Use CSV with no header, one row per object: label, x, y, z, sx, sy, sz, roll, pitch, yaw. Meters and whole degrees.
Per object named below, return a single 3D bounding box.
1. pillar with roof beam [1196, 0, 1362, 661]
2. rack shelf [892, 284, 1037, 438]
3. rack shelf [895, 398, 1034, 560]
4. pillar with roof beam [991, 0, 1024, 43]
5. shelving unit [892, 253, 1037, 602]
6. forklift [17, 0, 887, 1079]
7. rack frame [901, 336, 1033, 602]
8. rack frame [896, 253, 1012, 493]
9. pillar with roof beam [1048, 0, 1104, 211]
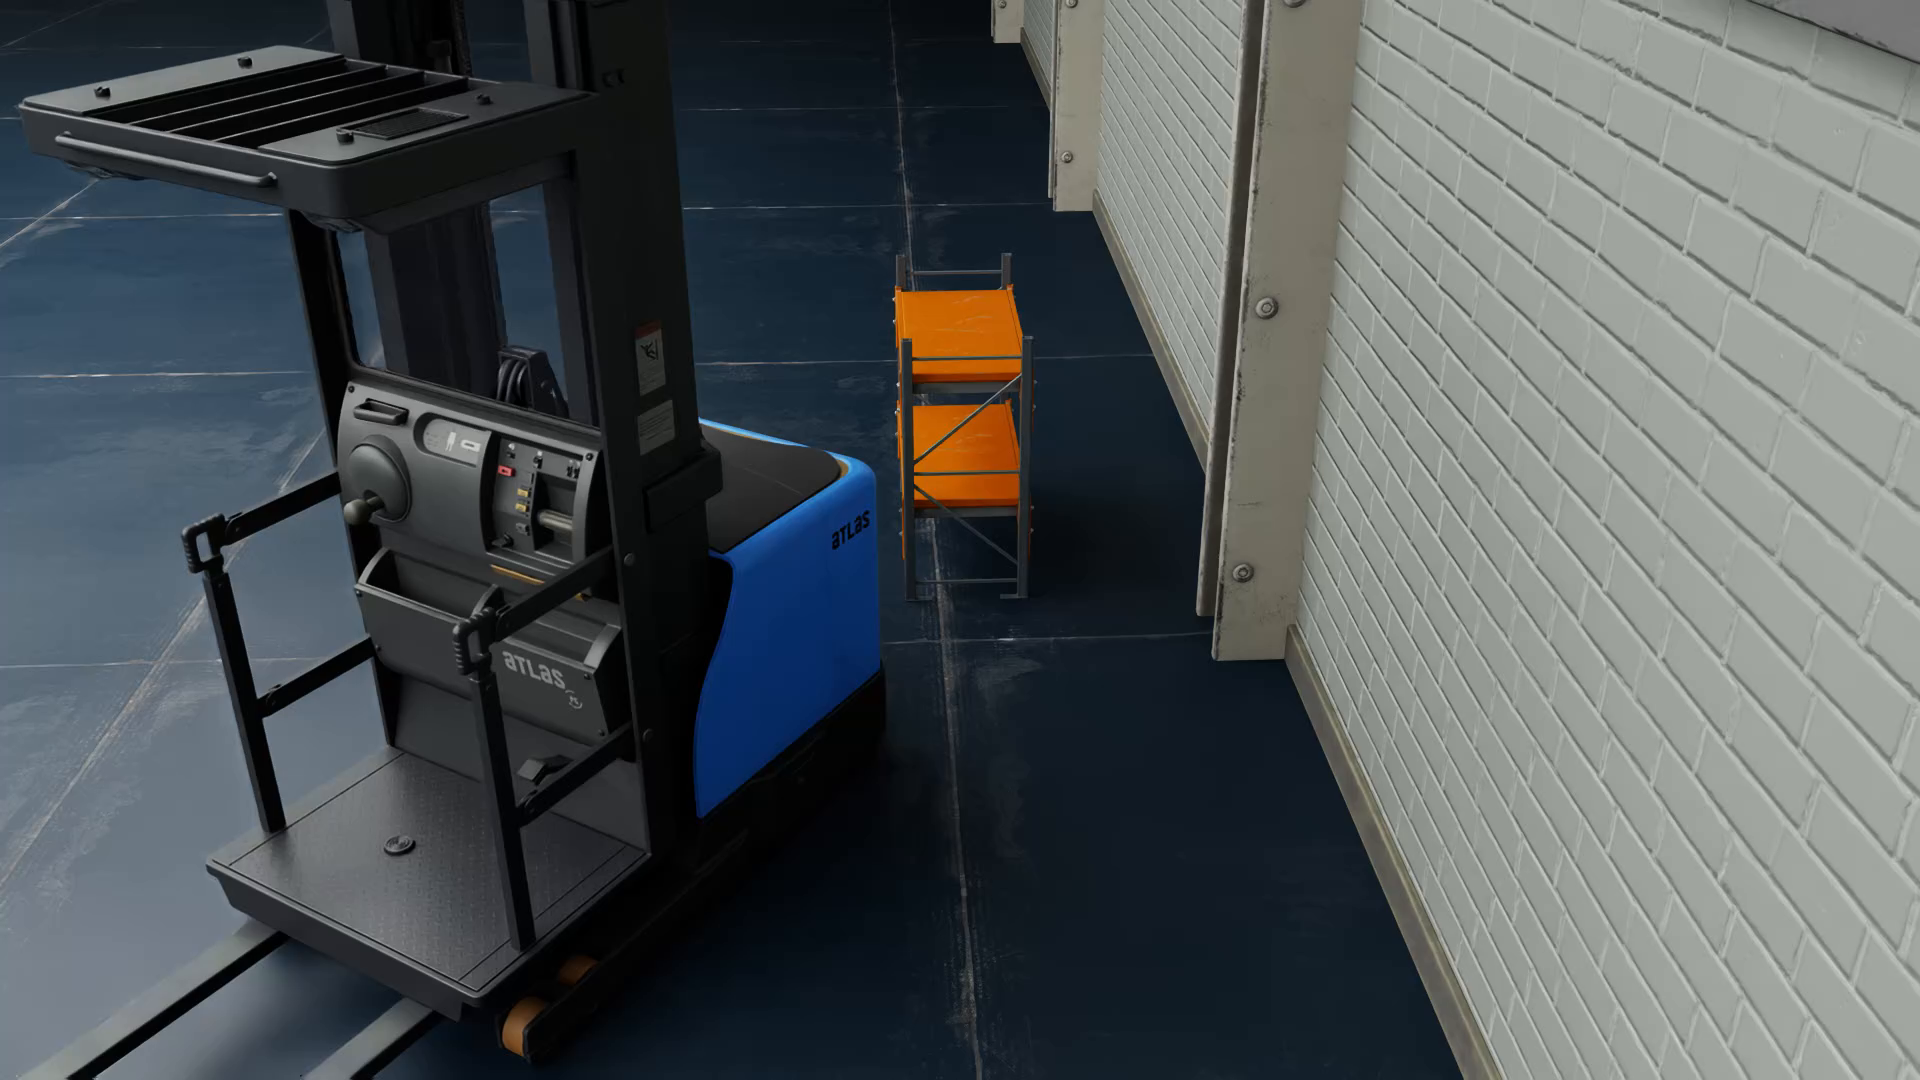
pillar with roof beam,-3.183,-3.520,4.267,9.100,9.000,0.400,-1,28,-3
rack shelf,0.000,-0.755,6.849,0.538,0.278,1.000,-1,28,-3
rack shelf,0.000,-0.279,7.097,0.538,0.278,1.000,-1,28,-3
pillar with roof beam,-3.810,-9.061,14.893,9.100,9.000,0.400,-1,28,-3
shelving unit,0.000,-0.496,6.984,0.538,1.125,1.048,-1,28,-3
forklift,-1.446,-0.130,4.329,1.130,2.935,3.031,15,31,27
rack frame,0.027,-0.261,6.534,0.500,1.125,0.032,-1,28,-3
rack frame,-0.026,-0.730,7.434,0.500,1.125,0.032,-1,28,-3
pillar with roof beam,-3.497,-6.291,9.580,9.100,9.000,0.400,-1,28,-3
